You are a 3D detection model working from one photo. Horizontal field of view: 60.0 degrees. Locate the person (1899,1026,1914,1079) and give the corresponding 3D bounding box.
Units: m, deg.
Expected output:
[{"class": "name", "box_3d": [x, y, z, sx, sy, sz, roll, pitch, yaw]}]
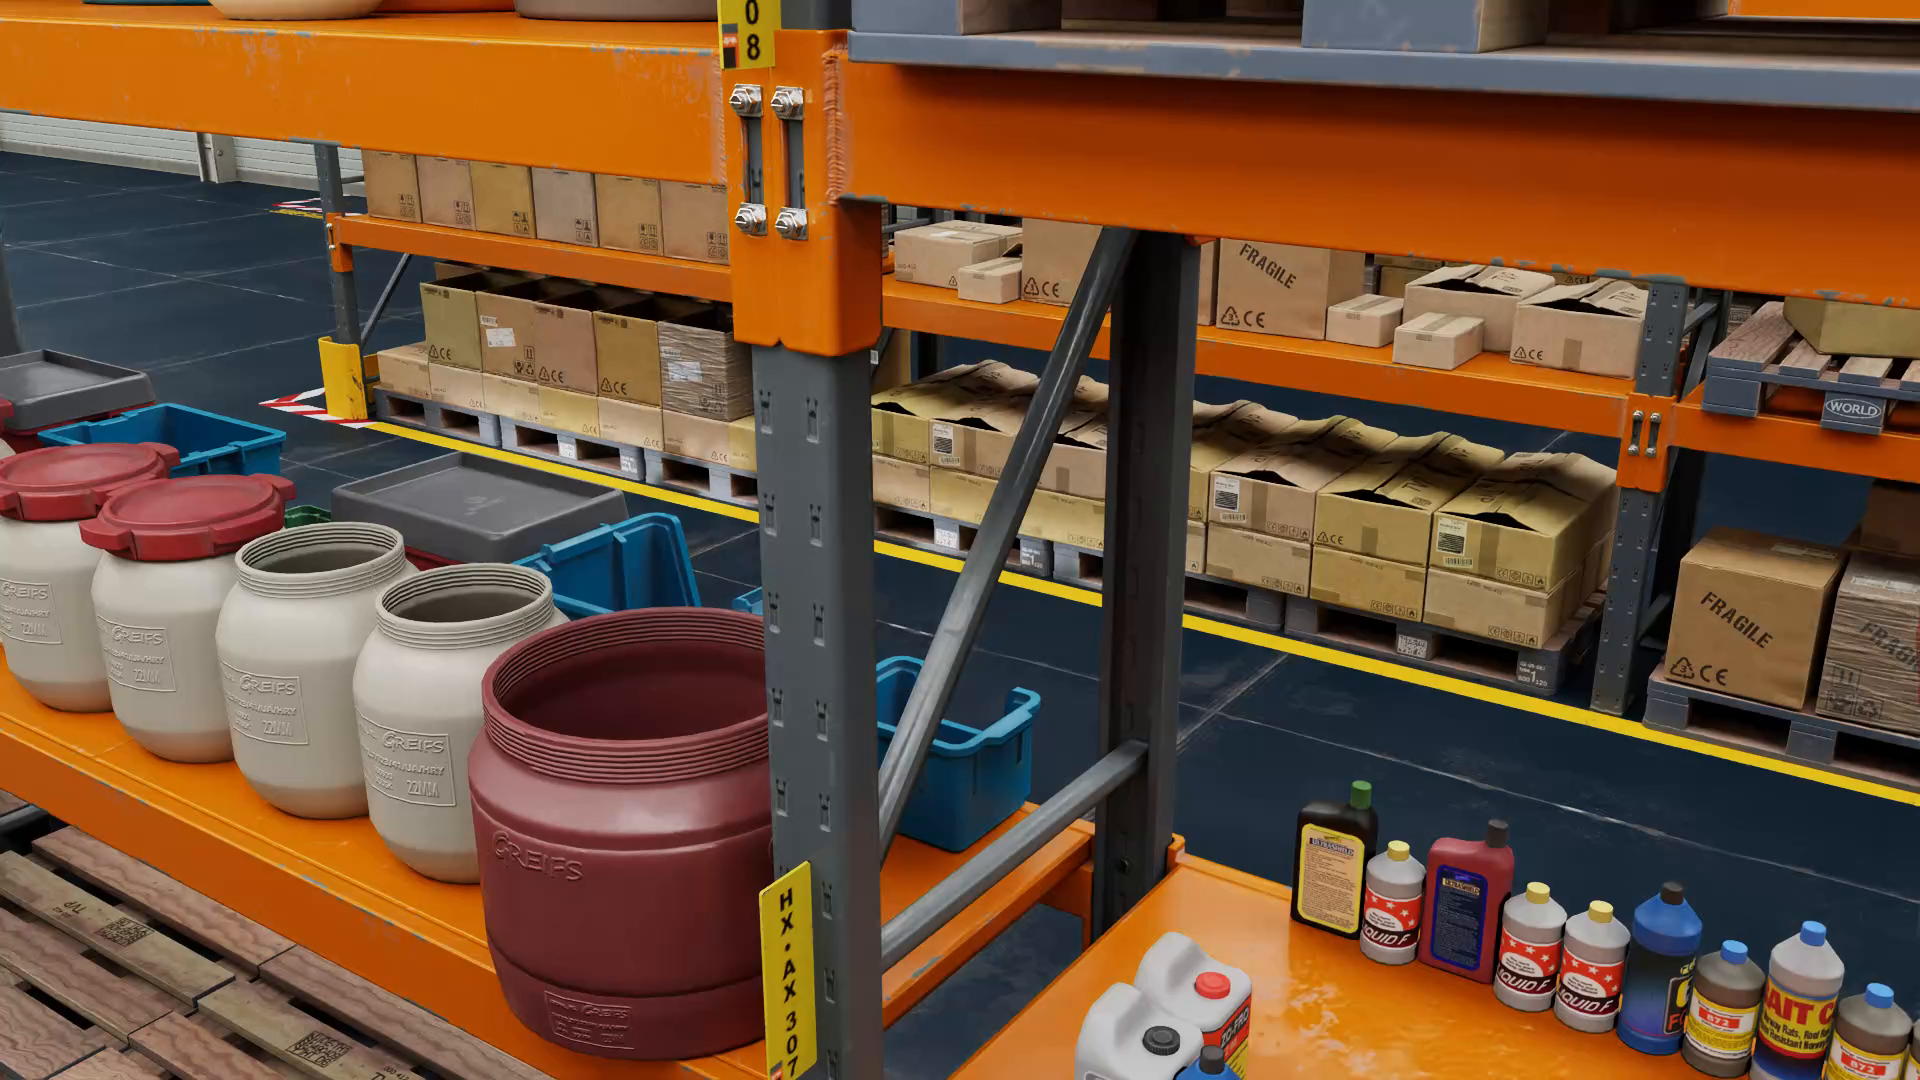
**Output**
[{"class": "person", "box_3d": [2.860, 0.775, 3.928, 1.043, 1.675, 0.531, 12, 23, 31]}]
